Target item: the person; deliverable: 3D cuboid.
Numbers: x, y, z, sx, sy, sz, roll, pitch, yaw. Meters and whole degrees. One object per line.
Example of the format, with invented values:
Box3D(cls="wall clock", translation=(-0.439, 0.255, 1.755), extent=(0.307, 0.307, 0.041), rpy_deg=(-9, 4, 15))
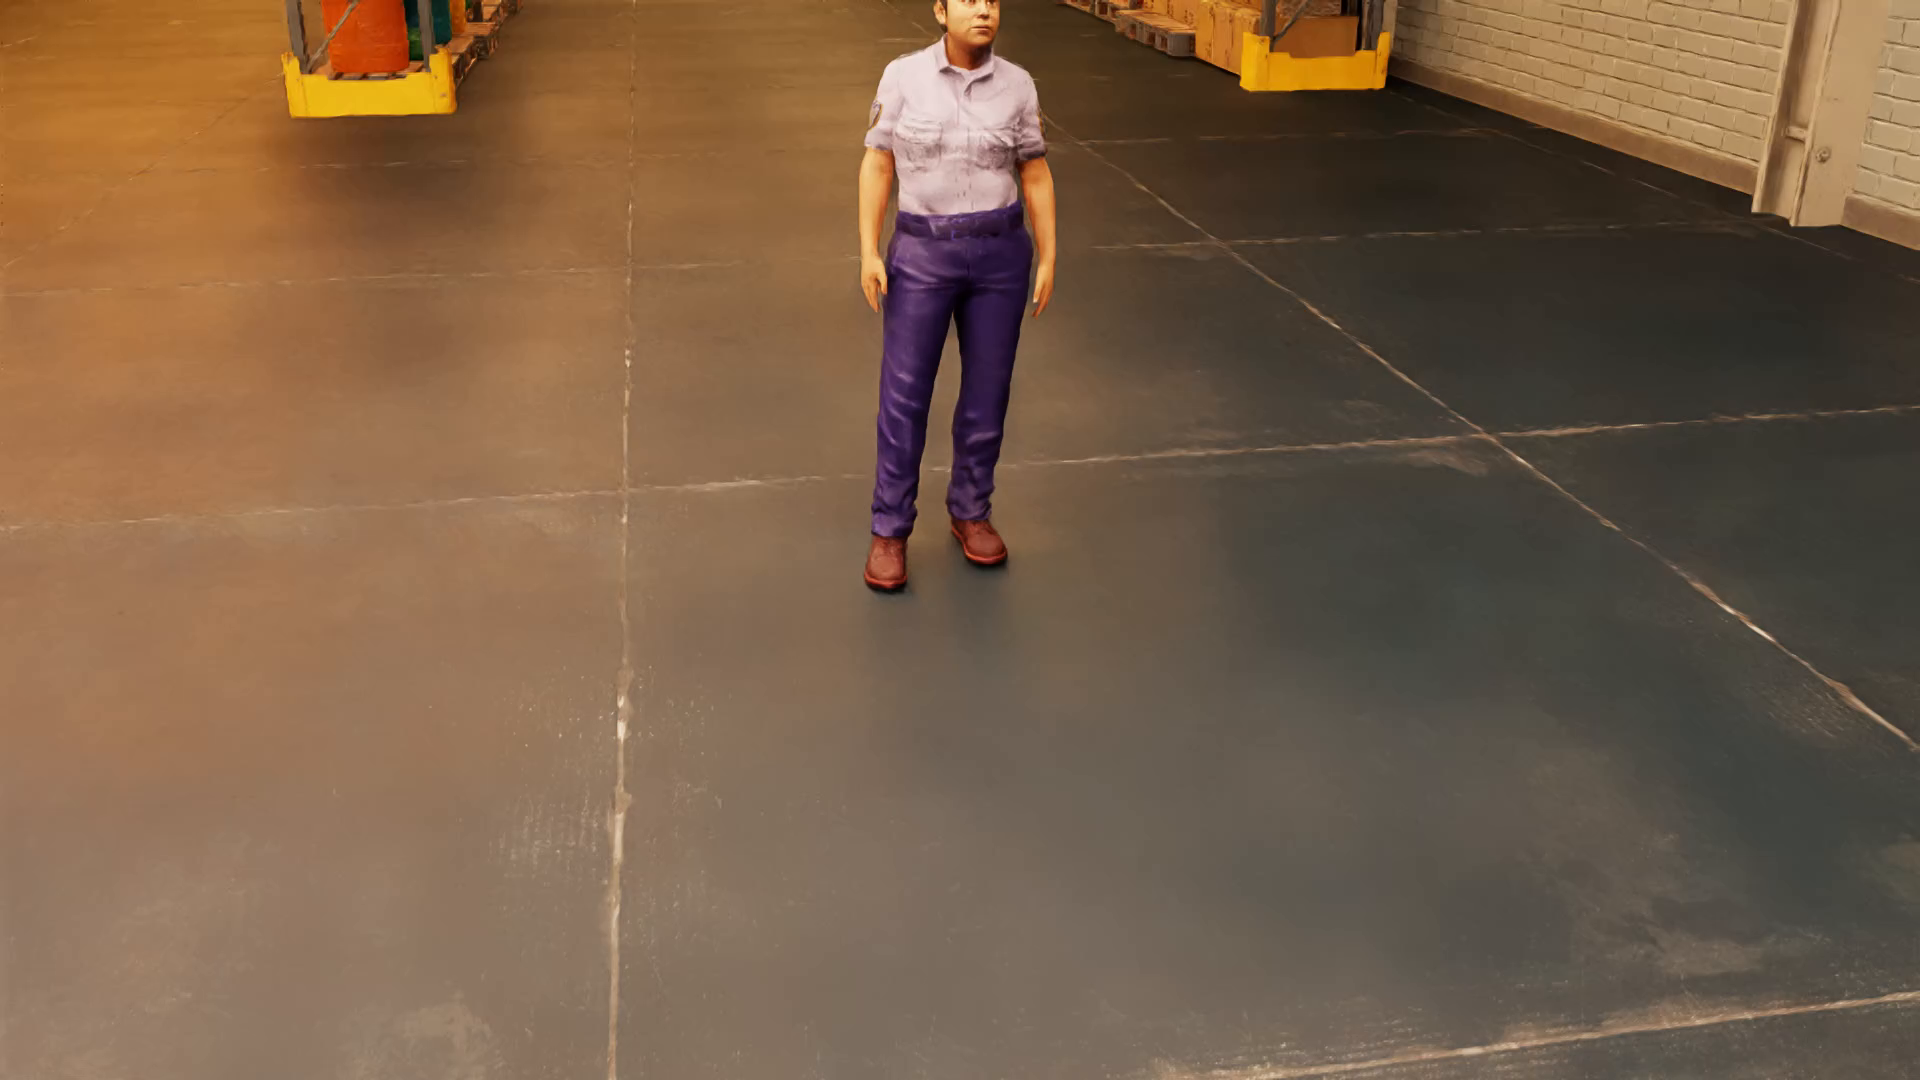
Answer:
Box3D(cls="person", translation=(-0.007, -0.726, 4.613), extent=(0.599, 1.650, 0.502), rpy_deg=(-4, 24, -9))
